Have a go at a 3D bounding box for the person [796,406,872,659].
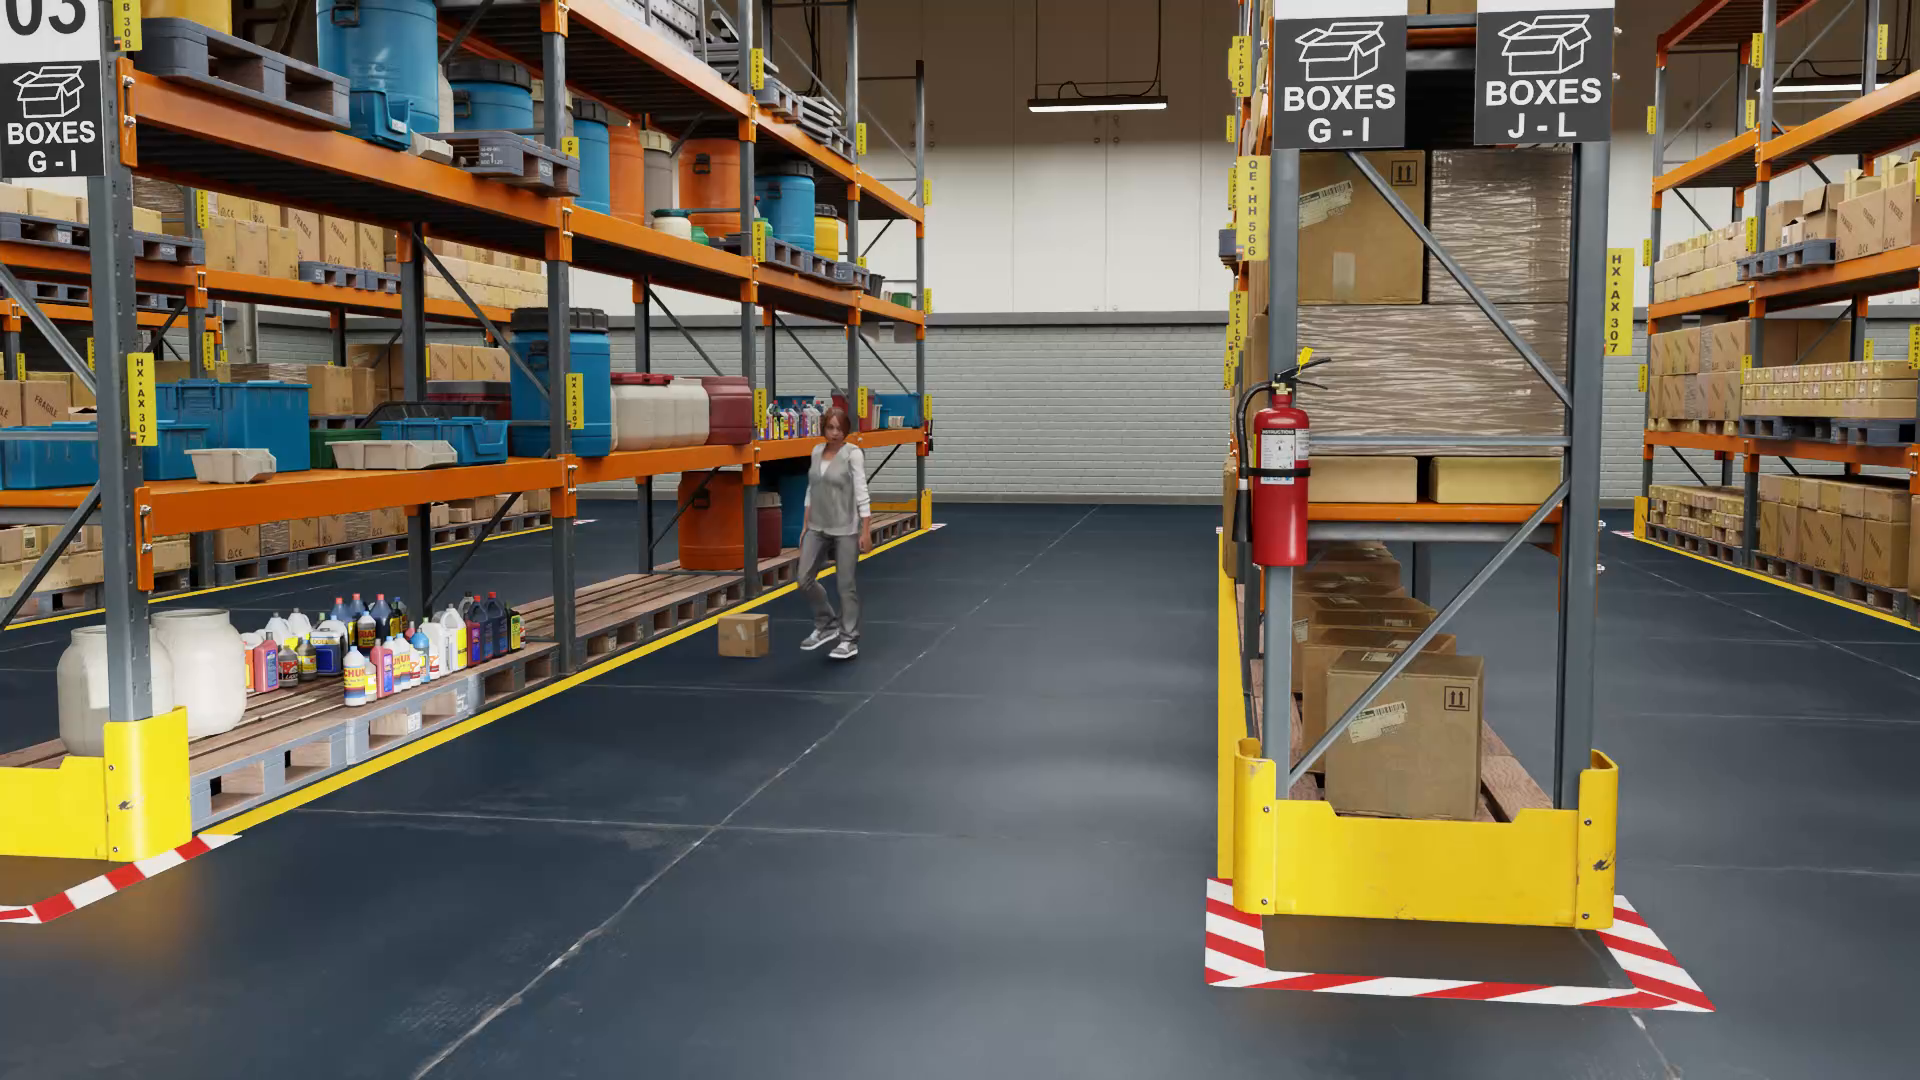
[{"bbox_3d":[-0.798,-0.043,10.465,0.545,1.586,0.409,2,5,28],"label":"person"}]
